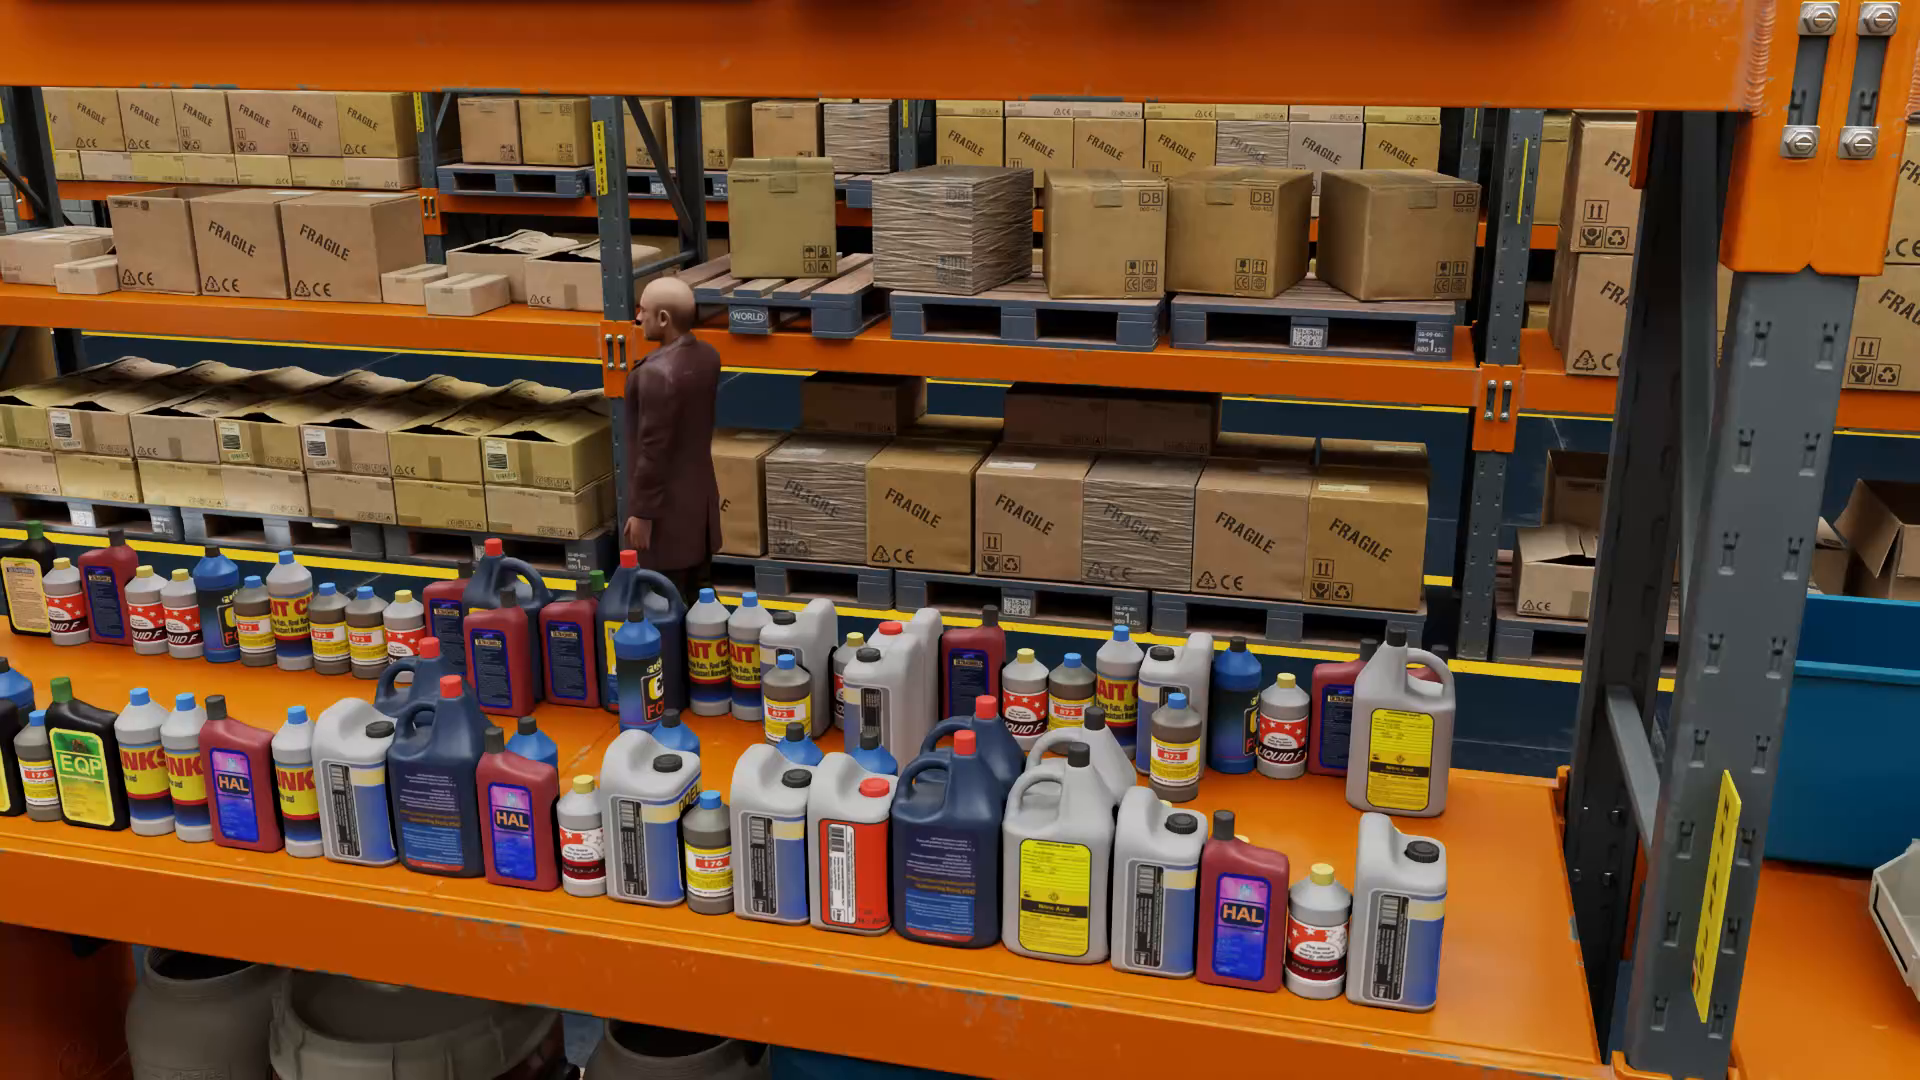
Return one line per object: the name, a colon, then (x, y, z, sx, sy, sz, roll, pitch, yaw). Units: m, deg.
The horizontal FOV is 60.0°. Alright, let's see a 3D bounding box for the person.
person: (-1.140, -0.139, 6.527, 0.392, 1.786, 0.563, 5, 19, 15)
